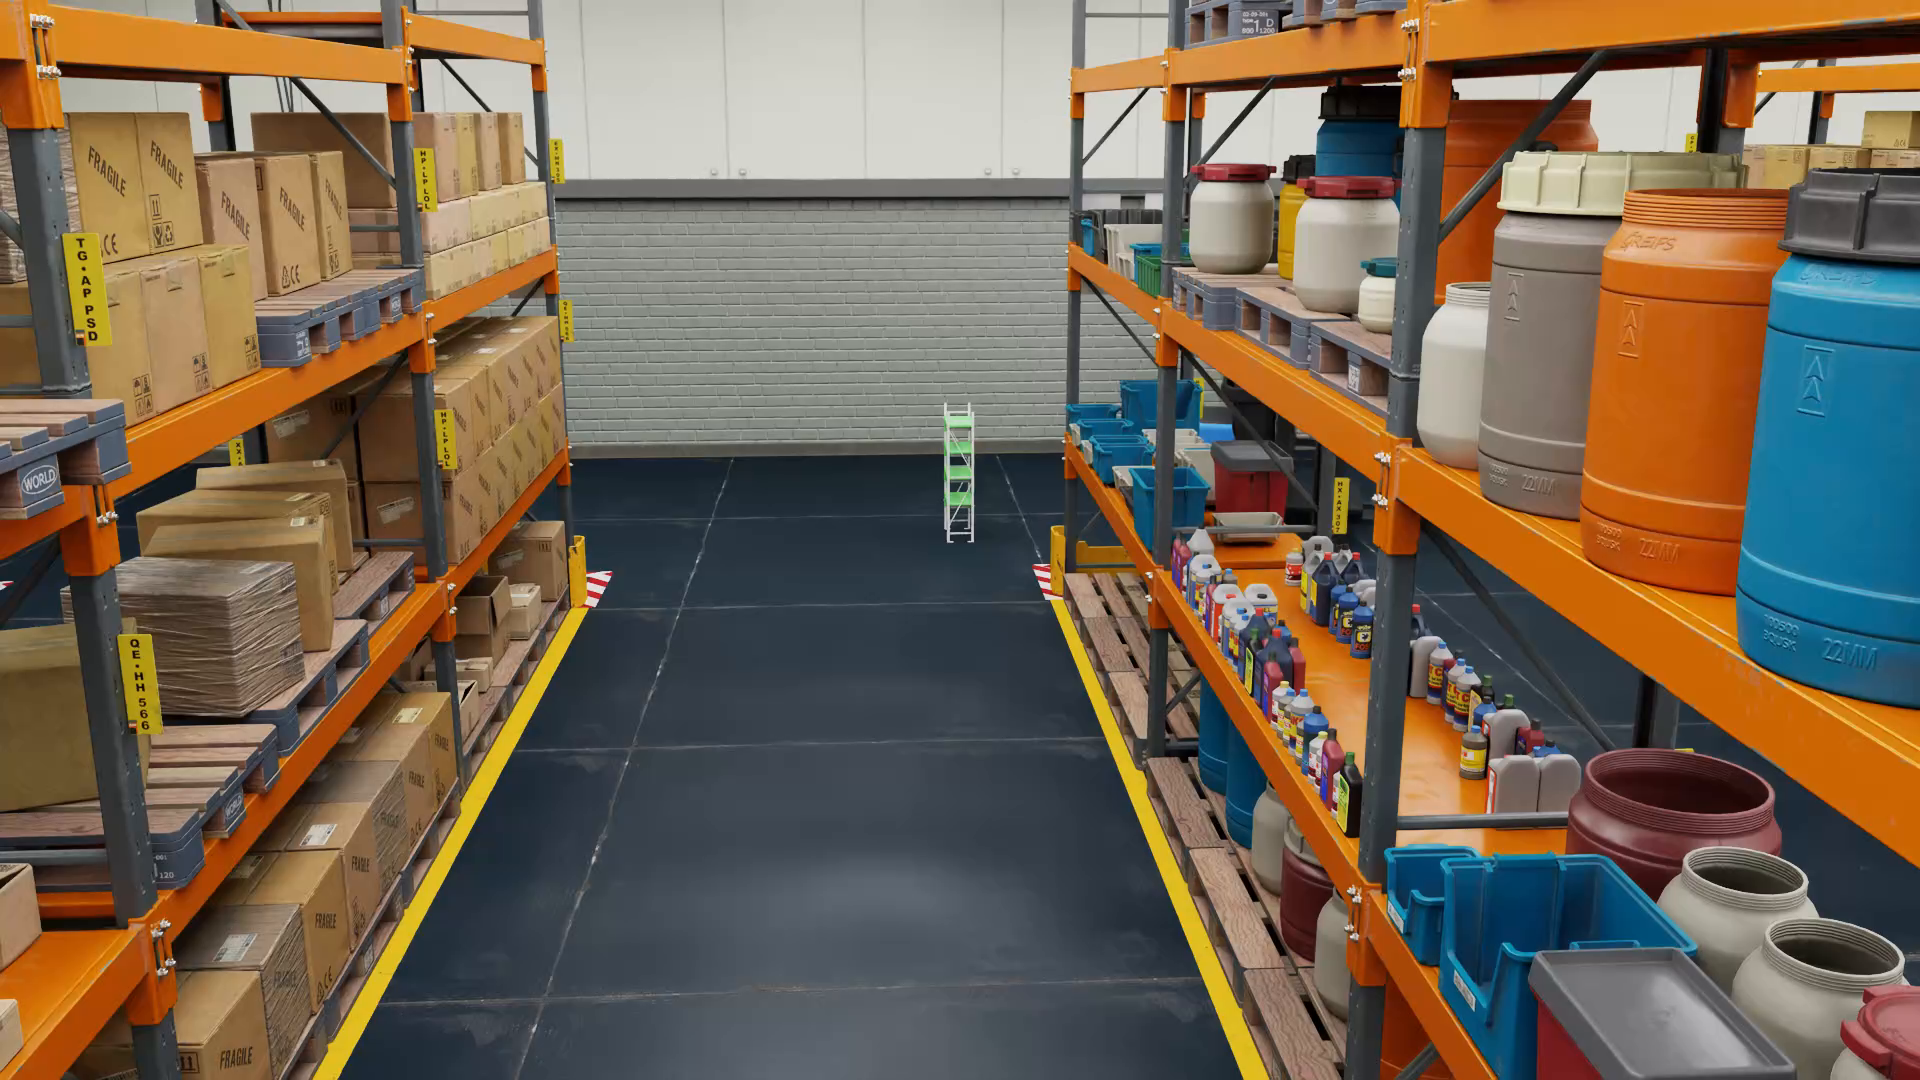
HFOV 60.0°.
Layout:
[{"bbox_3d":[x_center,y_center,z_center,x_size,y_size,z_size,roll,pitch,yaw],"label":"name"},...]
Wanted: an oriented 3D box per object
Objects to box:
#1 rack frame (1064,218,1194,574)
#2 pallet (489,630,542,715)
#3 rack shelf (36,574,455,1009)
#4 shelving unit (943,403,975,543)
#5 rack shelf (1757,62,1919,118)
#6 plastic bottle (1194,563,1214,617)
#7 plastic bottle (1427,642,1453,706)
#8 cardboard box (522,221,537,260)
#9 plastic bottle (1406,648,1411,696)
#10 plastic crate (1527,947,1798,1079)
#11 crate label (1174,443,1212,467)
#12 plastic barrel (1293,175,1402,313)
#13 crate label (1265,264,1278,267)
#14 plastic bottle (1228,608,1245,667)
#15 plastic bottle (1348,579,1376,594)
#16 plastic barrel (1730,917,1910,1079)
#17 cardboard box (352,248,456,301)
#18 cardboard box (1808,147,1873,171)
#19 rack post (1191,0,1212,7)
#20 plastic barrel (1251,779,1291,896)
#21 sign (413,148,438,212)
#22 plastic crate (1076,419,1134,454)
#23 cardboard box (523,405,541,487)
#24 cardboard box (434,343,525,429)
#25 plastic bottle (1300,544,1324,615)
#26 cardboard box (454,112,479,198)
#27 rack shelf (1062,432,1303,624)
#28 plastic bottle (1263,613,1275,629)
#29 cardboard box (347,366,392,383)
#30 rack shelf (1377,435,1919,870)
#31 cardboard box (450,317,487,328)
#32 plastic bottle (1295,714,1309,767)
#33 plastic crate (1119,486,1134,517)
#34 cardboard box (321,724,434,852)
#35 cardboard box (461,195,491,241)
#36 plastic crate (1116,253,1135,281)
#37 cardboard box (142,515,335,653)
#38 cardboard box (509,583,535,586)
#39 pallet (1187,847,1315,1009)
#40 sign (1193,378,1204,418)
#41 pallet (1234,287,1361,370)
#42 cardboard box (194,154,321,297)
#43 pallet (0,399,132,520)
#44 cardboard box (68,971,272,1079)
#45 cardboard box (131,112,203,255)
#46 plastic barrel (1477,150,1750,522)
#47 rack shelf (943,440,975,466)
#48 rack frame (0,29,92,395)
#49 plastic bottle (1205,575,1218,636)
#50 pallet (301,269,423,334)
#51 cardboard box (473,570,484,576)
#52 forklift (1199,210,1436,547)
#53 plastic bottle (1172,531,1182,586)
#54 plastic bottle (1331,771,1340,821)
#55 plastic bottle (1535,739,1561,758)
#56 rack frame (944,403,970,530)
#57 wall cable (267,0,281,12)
[{"bbox_3d":[1.352,-1.045,13.293,1.000,3.000,0.127,-1,14,-3],"label":"rack frame"},{"bbox_3d":[-3.464,0.901,11.327,1.003,0.211,1.213,-1,14,-3],"label":"pallet"},{"bbox_3d":[-3.220,0.871,7.290,1.077,0.370,4.000,-1,14,-3],"label":"rack shelf"},{"bbox_3d":[-0.010,-0.622,15.260,0.258,1.200,0.503,-1,14,-3],"label":"shelving unit"},{"bbox_3d":[6.420,-2.988,11.049,1.077,0.370,4.000,-1,14,-3],"label":"rack shelf"},{"bbox_3d":[1.251,0.253,8.505,0.097,0.271,0.097,0,14,0],"label":"plastic bottle"},{"bbox_3d":[2.092,0.577,7.244,0.097,0.271,0.097,0,14,0],"label":"plastic bottle"},{"bbox_3d":[-3.277,-2.102,11.680,0.500,0.250,0.500,-1,14,-3],"label":"cardboard box"},{"bbox_3d":[1.908,0.507,7.360,0.144,0.351,0.185,-1,14,-3],"label":"plastic bottle"},{"bbox_3d":[1.643,1.320,3.972,0.402,0.464,0.583,-1,14,-3],"label":"plastic crate"},{"bbox_3d":[1.629,-0.606,11.993,0.396,0.136,0.243,-1,14,-3],"label":"crate label"},{"bbox_3d":[1.588,-1.216,6.822,0.433,0.535,0.433,0,14,0],"label":"plastic barrel"},{"bbox_3d":[1.858,-1.502,9.576,0.293,0.136,0.466,-1,14,-3],"label":"crate label"},{"bbox_3d":[1.300,0.450,7.740,0.097,0.271,0.097,0,14,0],"label":"plastic bottle"},{"bbox_3d":[2.001,0.319,8.240,0.152,0.276,0.135,-1,14,-3],"label":"plastic bottle"},{"bbox_3d":[2.151,1.247,4.158,0.421,0.512,0.421,0,14,0],"label":"plastic barrel"},{"bbox_3d":[-3.127,-1.480,9.263,0.500,0.250,0.500,-1,14,-3],"label":"cardboard box"},{"bbox_3d":[6.376,-2.477,11.592,0.700,0.500,0.500,-2,15,-7],"label":"cardboard box"},{"bbox_3d":[1.621,-2.709,7.873,0.937,0.300,0.954,-1,14,-4],"label":"rack post"},{"bbox_3d":[1.606,1.404,7.922,0.421,0.512,0.421,0,14,0],"label":"plastic barrel"},{"bbox_3d":[-2.790,-1.878,8.683,0.100,0.325,0.005,-1,14,-3],"label":"sign"},{"bbox_3d":[1.080,-0.763,12.412,0.416,0.233,0.300,-1,14,-3],"label":"plastic crate"},{"bbox_3d":[-3.231,-0.658,11.587,0.500,0.500,0.500,-1,14,-3],"label":"cardboard box"},{"bbox_3d":[-3.189,-1.014,10.964,0.500,0.500,0.500,0,14,-2],"label":"cardboard box"},{"bbox_3d":[1.840,0.199,8.556,0.144,0.351,0.185,-1,14,-3],"label":"plastic bottle"},{"bbox_3d":[-3.339,-2.332,10.065,0.700,0.500,0.500,-1,14,-3],"label":"cardboard box"},{"bbox_3d":[1.476,-0.200,11.450,1.077,0.370,4.000,-1,14,-3],"label":"rack shelf"},{"bbox_3d":[1.444,0.448,7.888,0.097,0.201,0.097,0,14,0],"label":"plastic bottle"},{"bbox_3d":[-3.668,-0.757,9.965,0.500,0.500,0.500,-1,14,-5],"label":"cardboard box"},{"bbox_3d":[1.972,0.337,3.343,1.077,0.370,4.000,-1,14,-3],"label":"rack shelf"},{"bbox_3d":[-3.828,-1.388,12.418,0.500,0.500,0.500,0,14,-2],"label":"cardboard box"},{"bbox_3d":[1.376,0.787,6.569,0.097,0.201,0.097,0,14,0],"label":"plastic bottle"},{"bbox_3d":[1.263,-0.221,10.520,0.437,0.125,0.590,-1,14,-3],"label":"plastic crate"},{"bbox_3d":[-3.005,1.264,8.452,0.500,0.500,0.500,-1,14,-3],"label":"cardboard box"},{"bbox_3d":[-3.178,-1.971,10.168,0.500,0.250,0.500,-1,14,-3],"label":"cardboard box"},{"bbox_3d":[1.141,-1.686,10.293,0.293,0.136,0.466,-1,14,-3],"label":"plastic crate"},{"bbox_3d":[-3.173,0.212,7.365,0.700,0.500,0.500,-5,15,-18],"label":"cardboard box"},{"bbox_3d":[-3.377,0.423,12.390,0.380,0.166,0.250,-1,14,-3],"label":"cardboard box"},{"bbox_3d":[1.685,1.796,7.844,1.003,0.211,1.213,-1,14,-3],"label":"pallet"},{"bbox_3d":[1.900,-1.137,13.322,0.100,0.325,0.005,-1,14,-3],"label":"sign"},{"bbox_3d":[1.819,-0.936,7.229,1.003,0.211,1.213,-1,14,-3],"label":"pallet"},{"bbox_3d":[-3.322,-1.436,7.547,0.600,0.600,0.600,-1,14,-4],"label":"cardboard box"},{"bbox_3d":[-2.965,-0.174,4.266,1.213,0.211,1.003,0,14,-1],"label":"pallet"},{"bbox_3d":[-2.839,1.900,5.981,0.500,0.500,0.500,0,14,-1],"label":"cardboard box"},{"bbox_3d":[-3.180,-1.328,6.164,0.500,0.500,0.500,-1,14,-3],"label":"cardboard box"},{"bbox_3d":[1.682,-0.544,4.318,0.600,0.901,0.600,0,14,0],"label":"plastic barrel"},{"bbox_3d":[-0.010,-0.793,15.217,0.258,0.148,0.480,-1,14,-3],"label":"rack shelf"},{"bbox_3d":[-3.096,-1.886,4.520,1.000,3.000,0.127,-1,14,-3],"label":"rack frame"},{"bbox_3d":[1.252,0.325,8.203,0.061,0.283,0.133,-1,14,-3],"label":"plastic bottle"},{"bbox_3d":[-3.374,-1.173,8.149,1.213,0.211,1.003,-1,14,-3],"label":"pallet"},{"bbox_3d":[-3.810,0.413,12.262,0.500,0.250,0.500,-1,14,-3],"label":"cardboard box"},{"bbox_3d":[3.238,-1.500,15.199,3.031,2.935,1.130,3,15,10],"label":"forklift"},{"bbox_3d":[1.197,0.104,9.062,0.061,0.283,0.133,-1,14,-3],"label":"plastic bottle"},{"bbox_3d":[1.408,0.917,6.064,0.097,0.201,0.097,0,14,0],"label":"plastic bottle"},{"bbox_3d":[2.164,0.865,6.128,0.097,0.271,0.097,0,14,0],"label":"plastic bottle"},{"bbox_3d":[-0.025,-0.683,15.496,0.240,1.200,0.015,-1,14,-3],"label":"rack frame"},{"bbox_3d":[-5.829,-6.194,17.360,3.097,2.526,0.112,-1,14,-3],"label":"wall cable"}]
